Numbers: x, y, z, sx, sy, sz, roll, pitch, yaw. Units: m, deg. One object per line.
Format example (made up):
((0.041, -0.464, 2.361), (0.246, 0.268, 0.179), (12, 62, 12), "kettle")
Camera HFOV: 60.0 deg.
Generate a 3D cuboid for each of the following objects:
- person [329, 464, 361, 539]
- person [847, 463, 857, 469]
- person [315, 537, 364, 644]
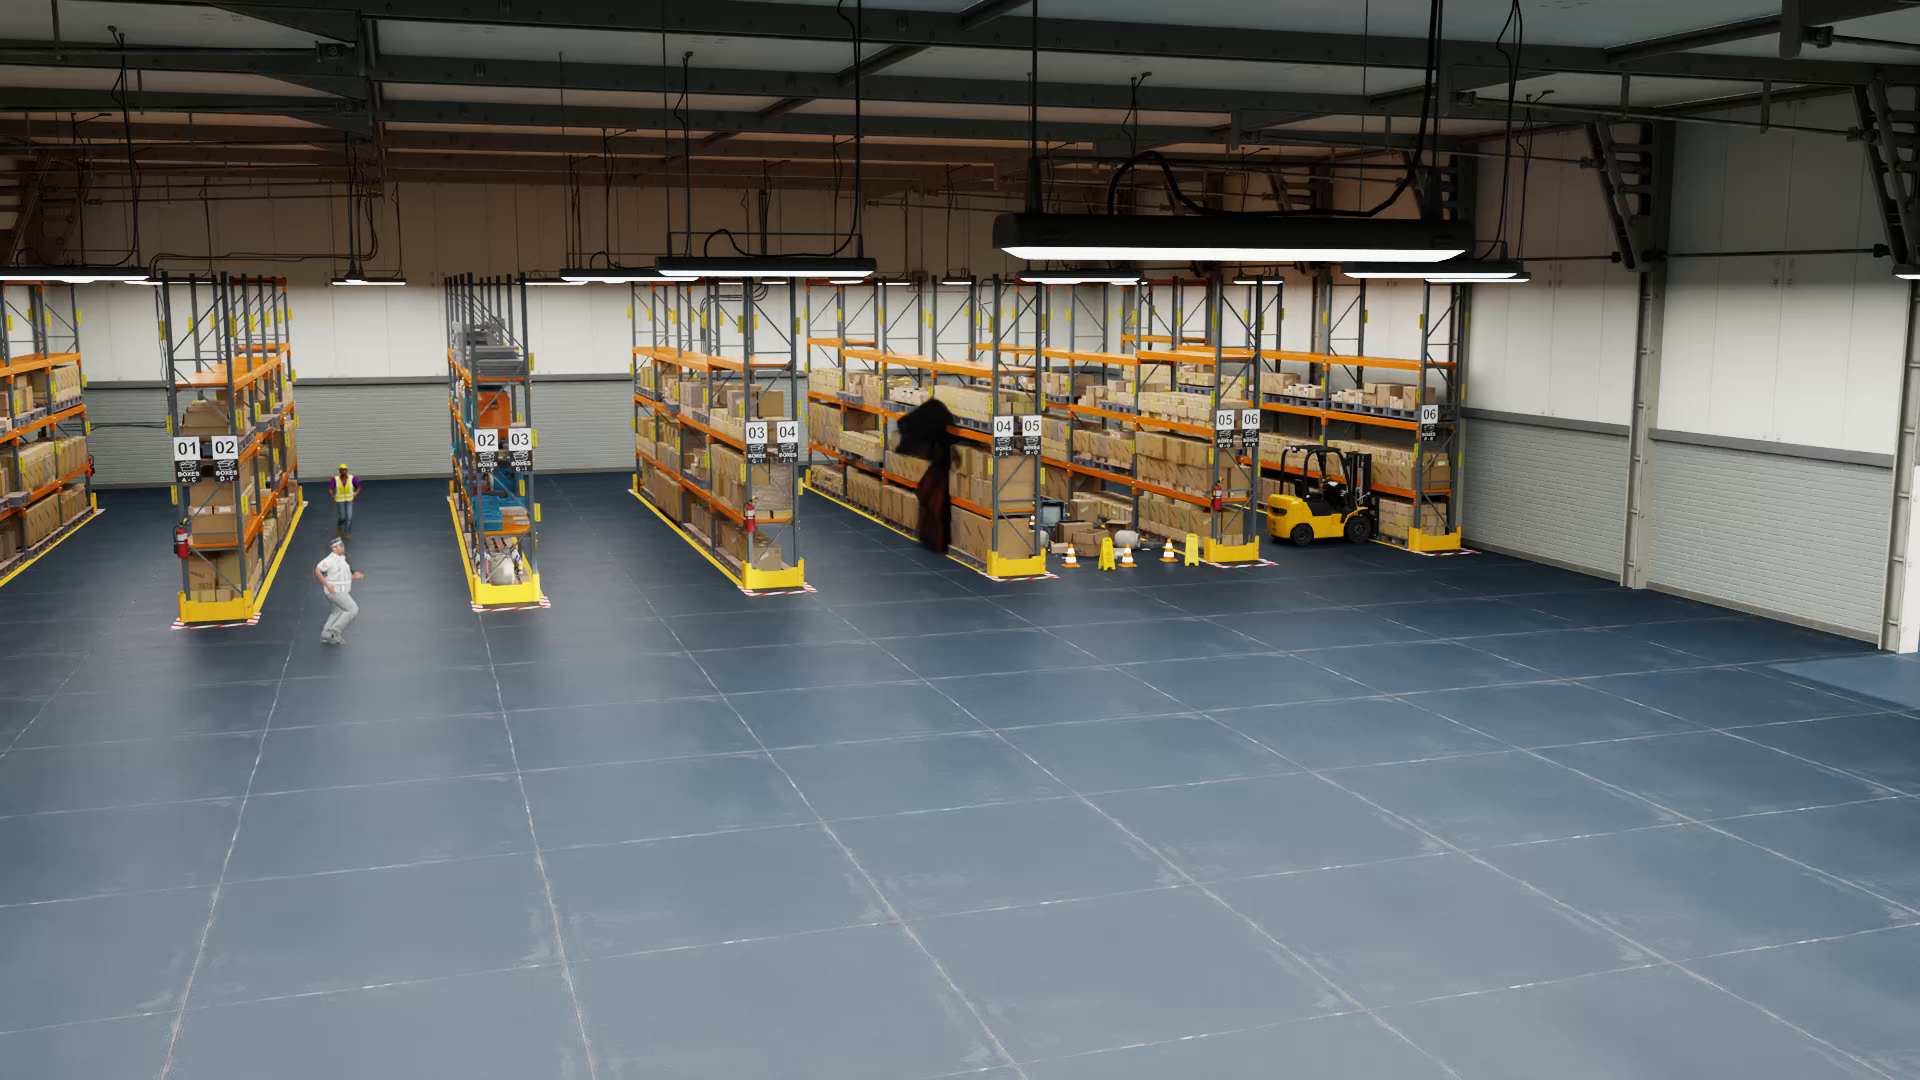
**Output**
((-14.126, -0.887, 38.250), (0.686, 1.731, 0.616), (-4, 9, -24), "person")
((-3.307, -2.516, 49.617), (0.556, 1.547, 0.534), (-1, 9, -7), "person")
((-10.003, 0.817, 26.811), (0.744, 1.745, 0.680), (-1, 9, -5), "person")
